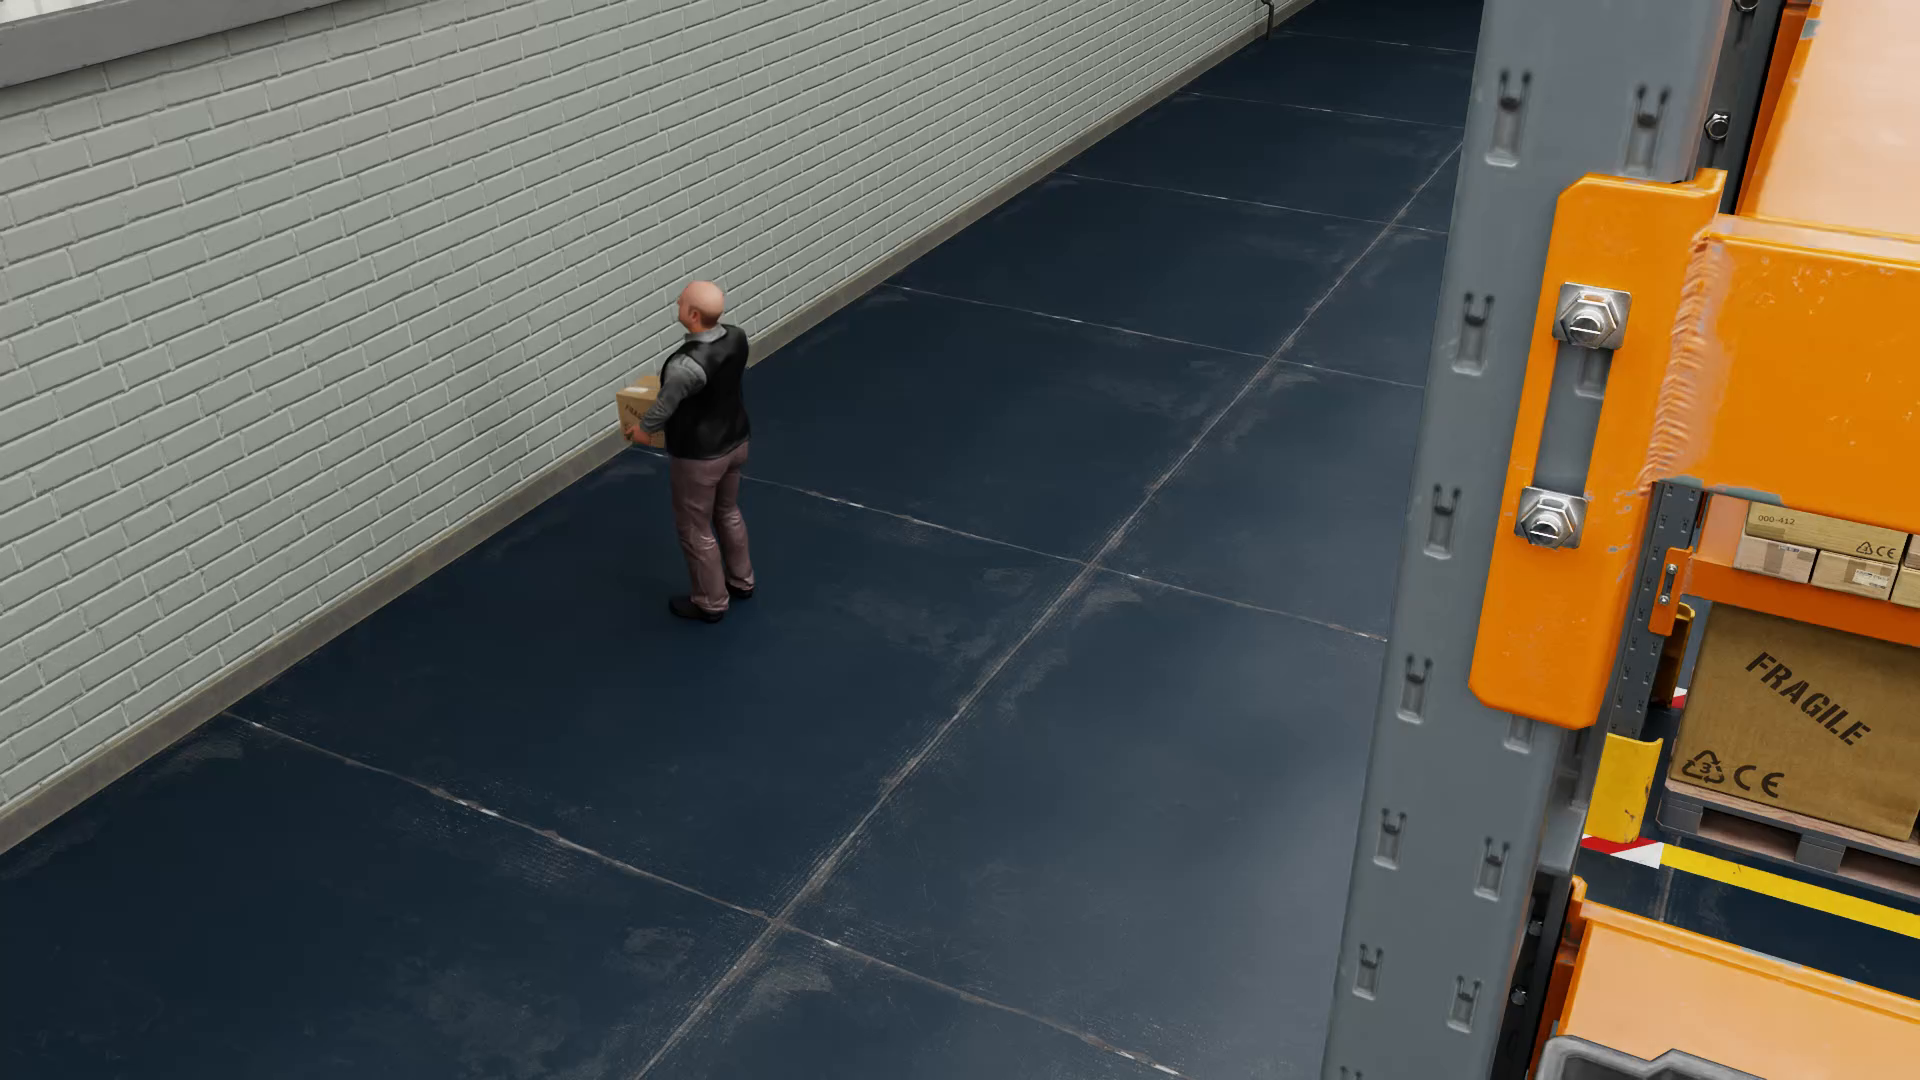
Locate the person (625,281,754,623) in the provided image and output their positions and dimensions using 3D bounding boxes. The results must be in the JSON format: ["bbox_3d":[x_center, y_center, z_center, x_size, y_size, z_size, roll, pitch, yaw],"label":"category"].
[{"bbox_3d":[-1.286,-0.446,7.933,0.550,1.719,0.499,15,33,24],"label":"person"}]
